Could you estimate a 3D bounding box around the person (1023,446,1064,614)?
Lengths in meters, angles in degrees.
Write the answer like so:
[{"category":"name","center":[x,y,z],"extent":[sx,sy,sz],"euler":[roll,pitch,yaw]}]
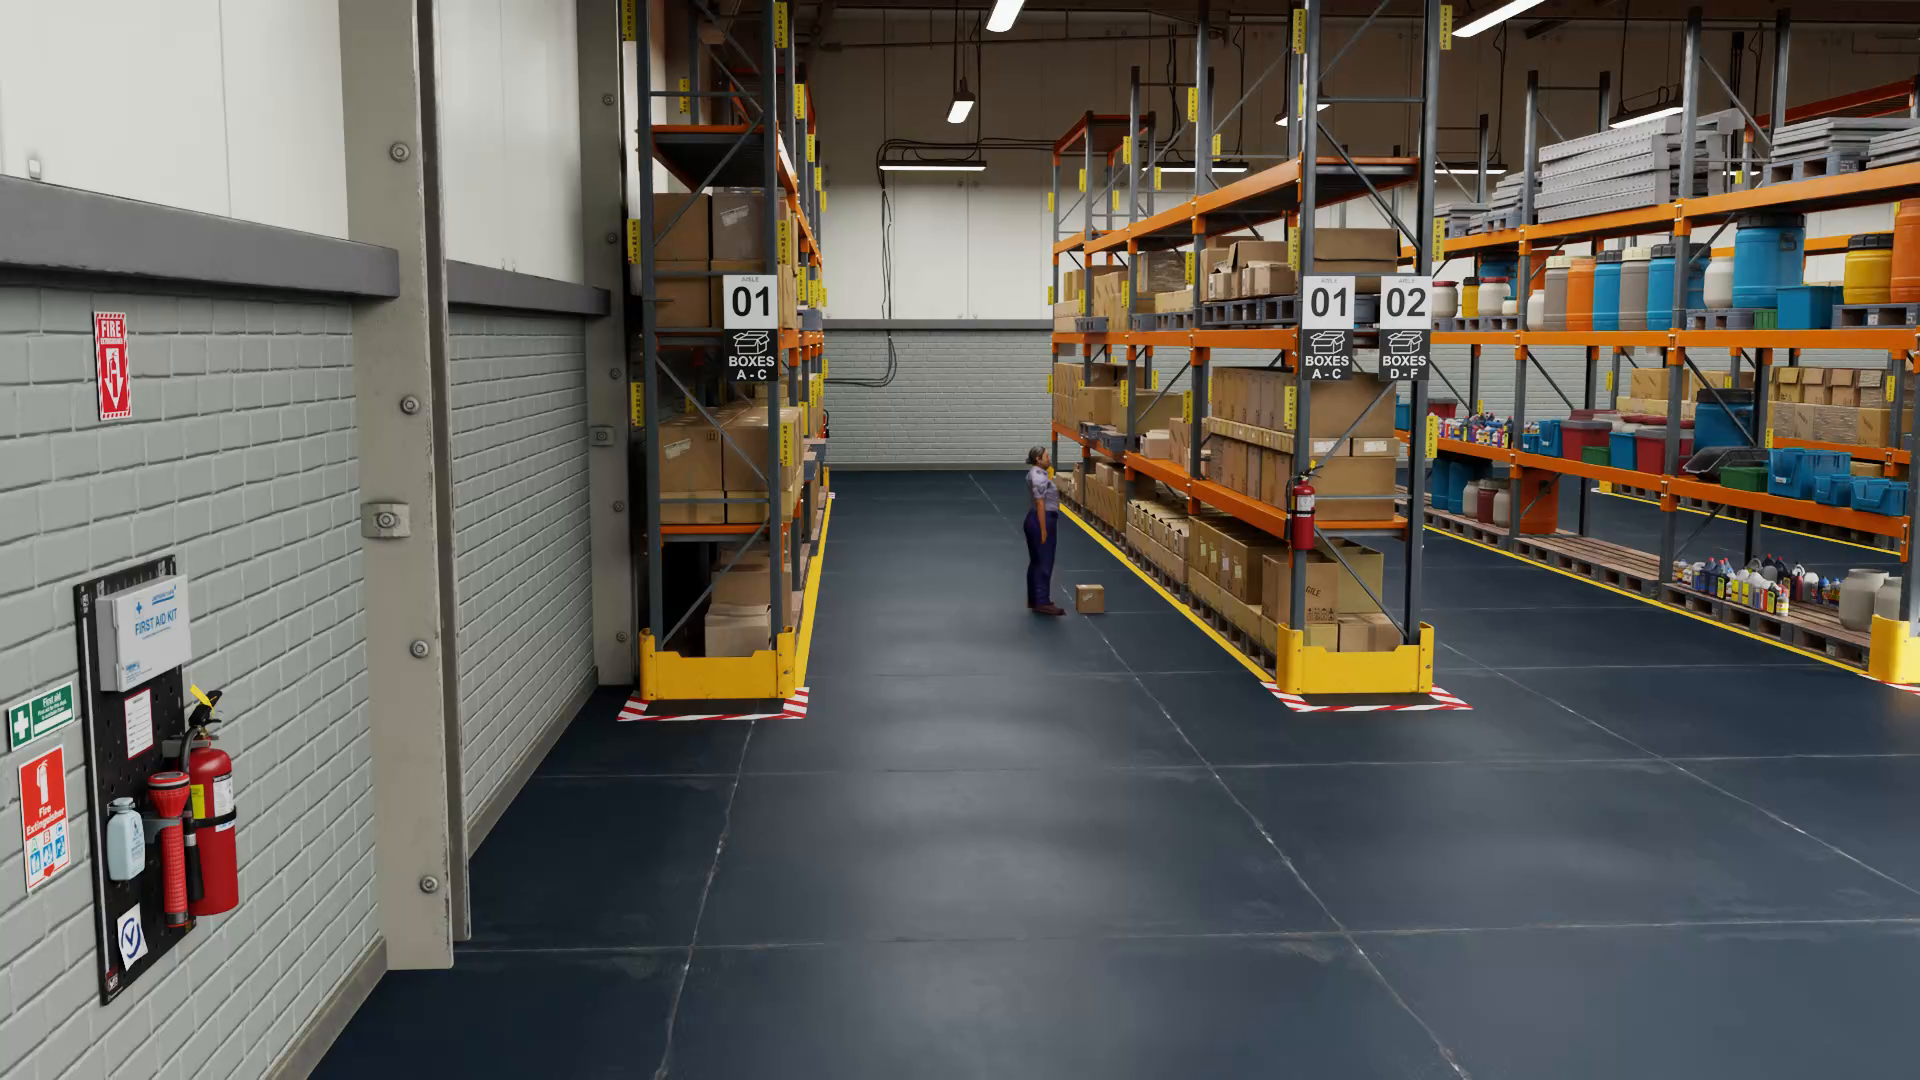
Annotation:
[{"category":"person","center":[0.826,-0.114,16.604],"extent":[0.361,1.650,0.511],"euler":[-1,7,-9]}]
